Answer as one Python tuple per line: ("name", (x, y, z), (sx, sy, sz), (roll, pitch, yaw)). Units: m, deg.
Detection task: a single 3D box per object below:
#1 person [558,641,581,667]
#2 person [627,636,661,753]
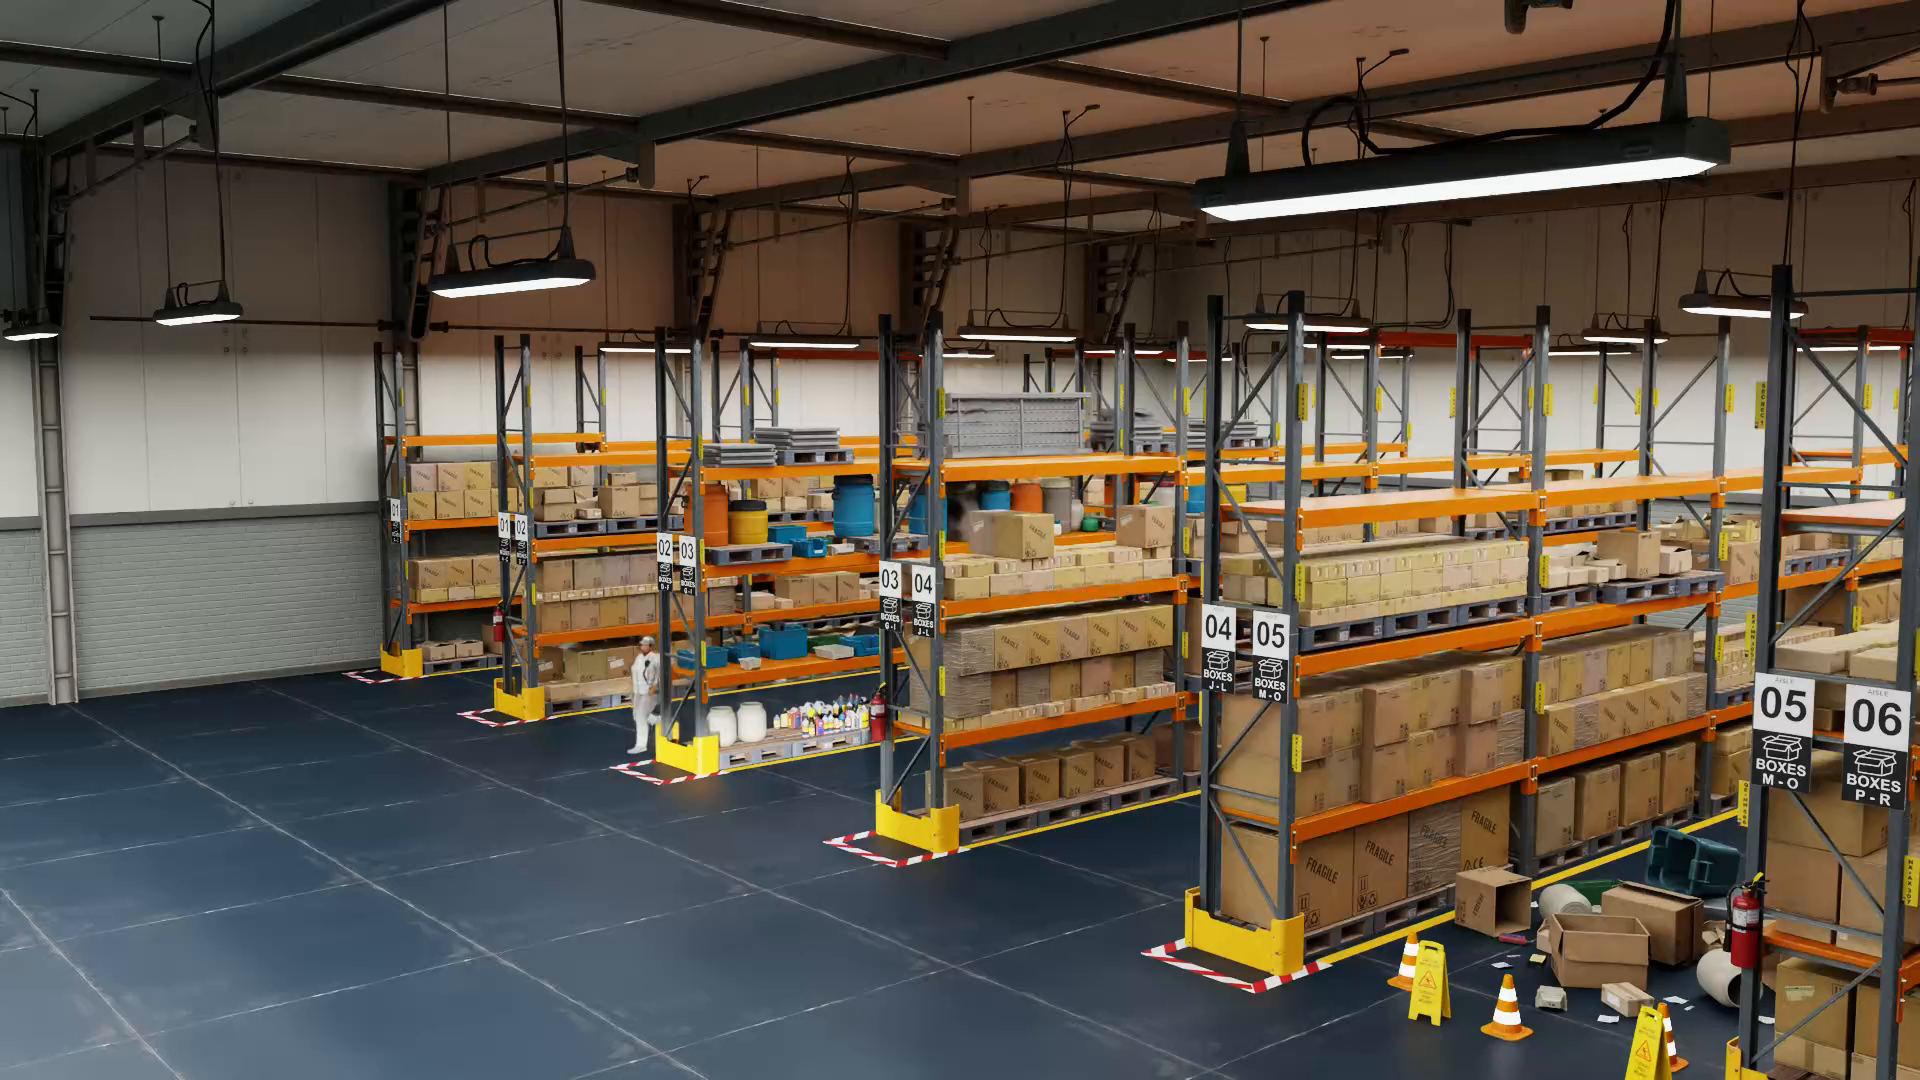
("person", (-6.700, 1.691, 28.700), (0.647, 1.758, 0.653), (-4, 7, -38))
("person", (-4.447, 2.197, 23.839), (0.645, 1.661, 0.777), (4, 7, 37))
